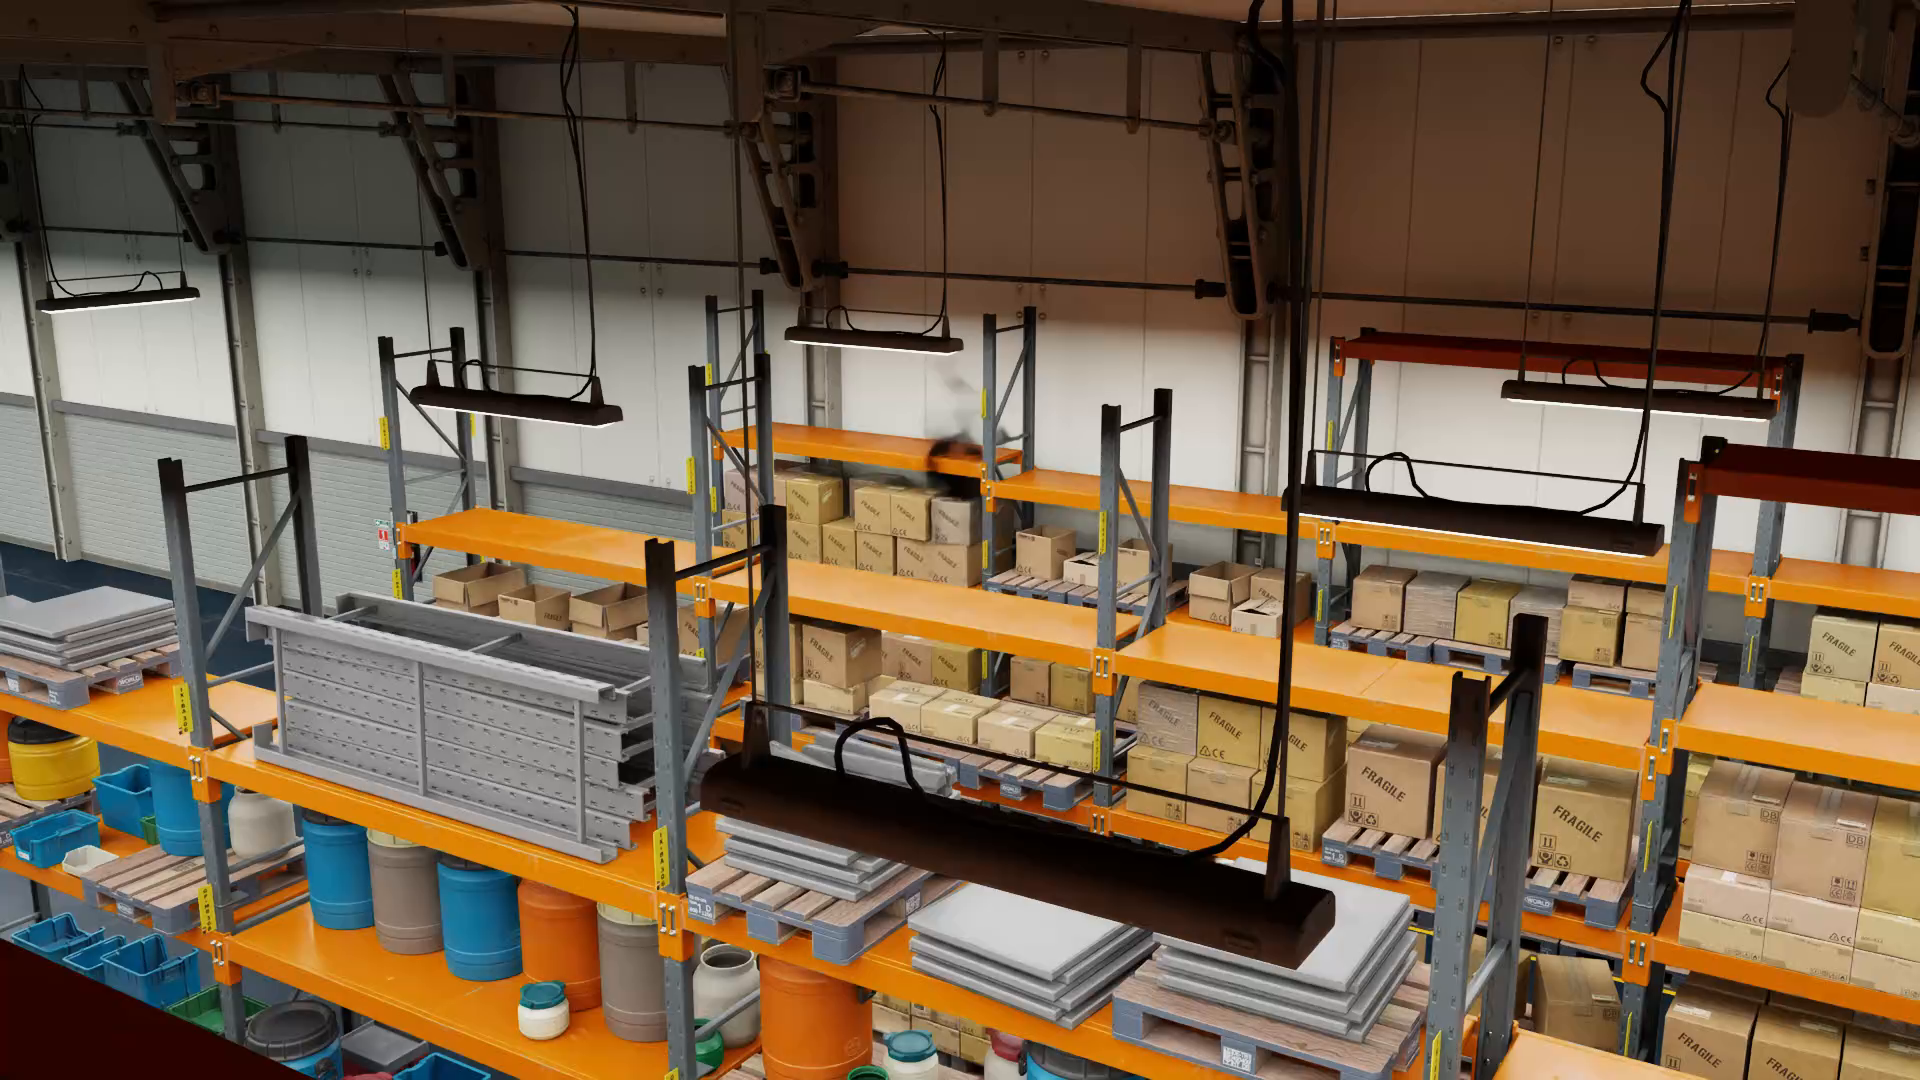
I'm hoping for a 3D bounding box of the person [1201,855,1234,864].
[{"bbox_3d":[2.248,3.521,15.377,0.653,1.748,0.698,9,16,32],"label":"person"}]
